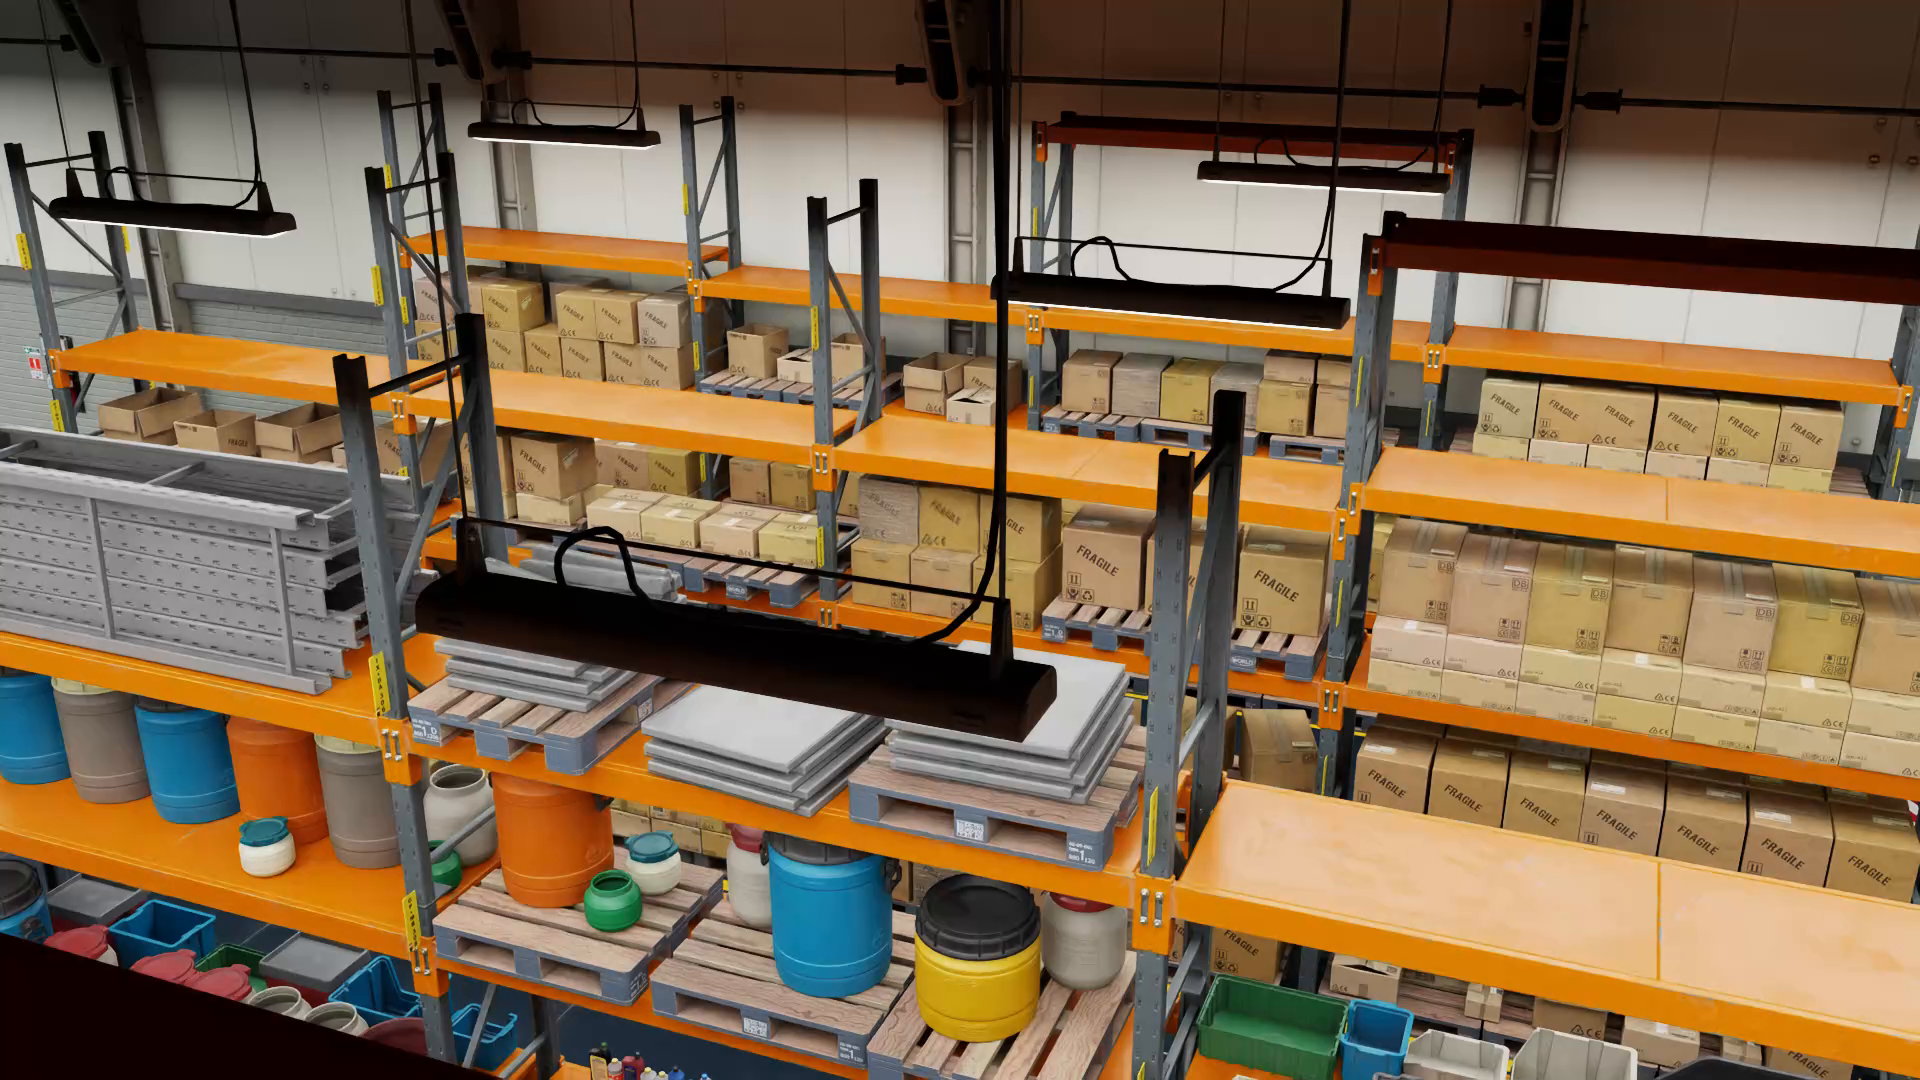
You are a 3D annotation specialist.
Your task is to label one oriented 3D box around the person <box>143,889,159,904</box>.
[{"bbox_3d":[-6.470,2.713,12.987,0.562,1.645,0.504,16,26,35],"label":"person"}]
